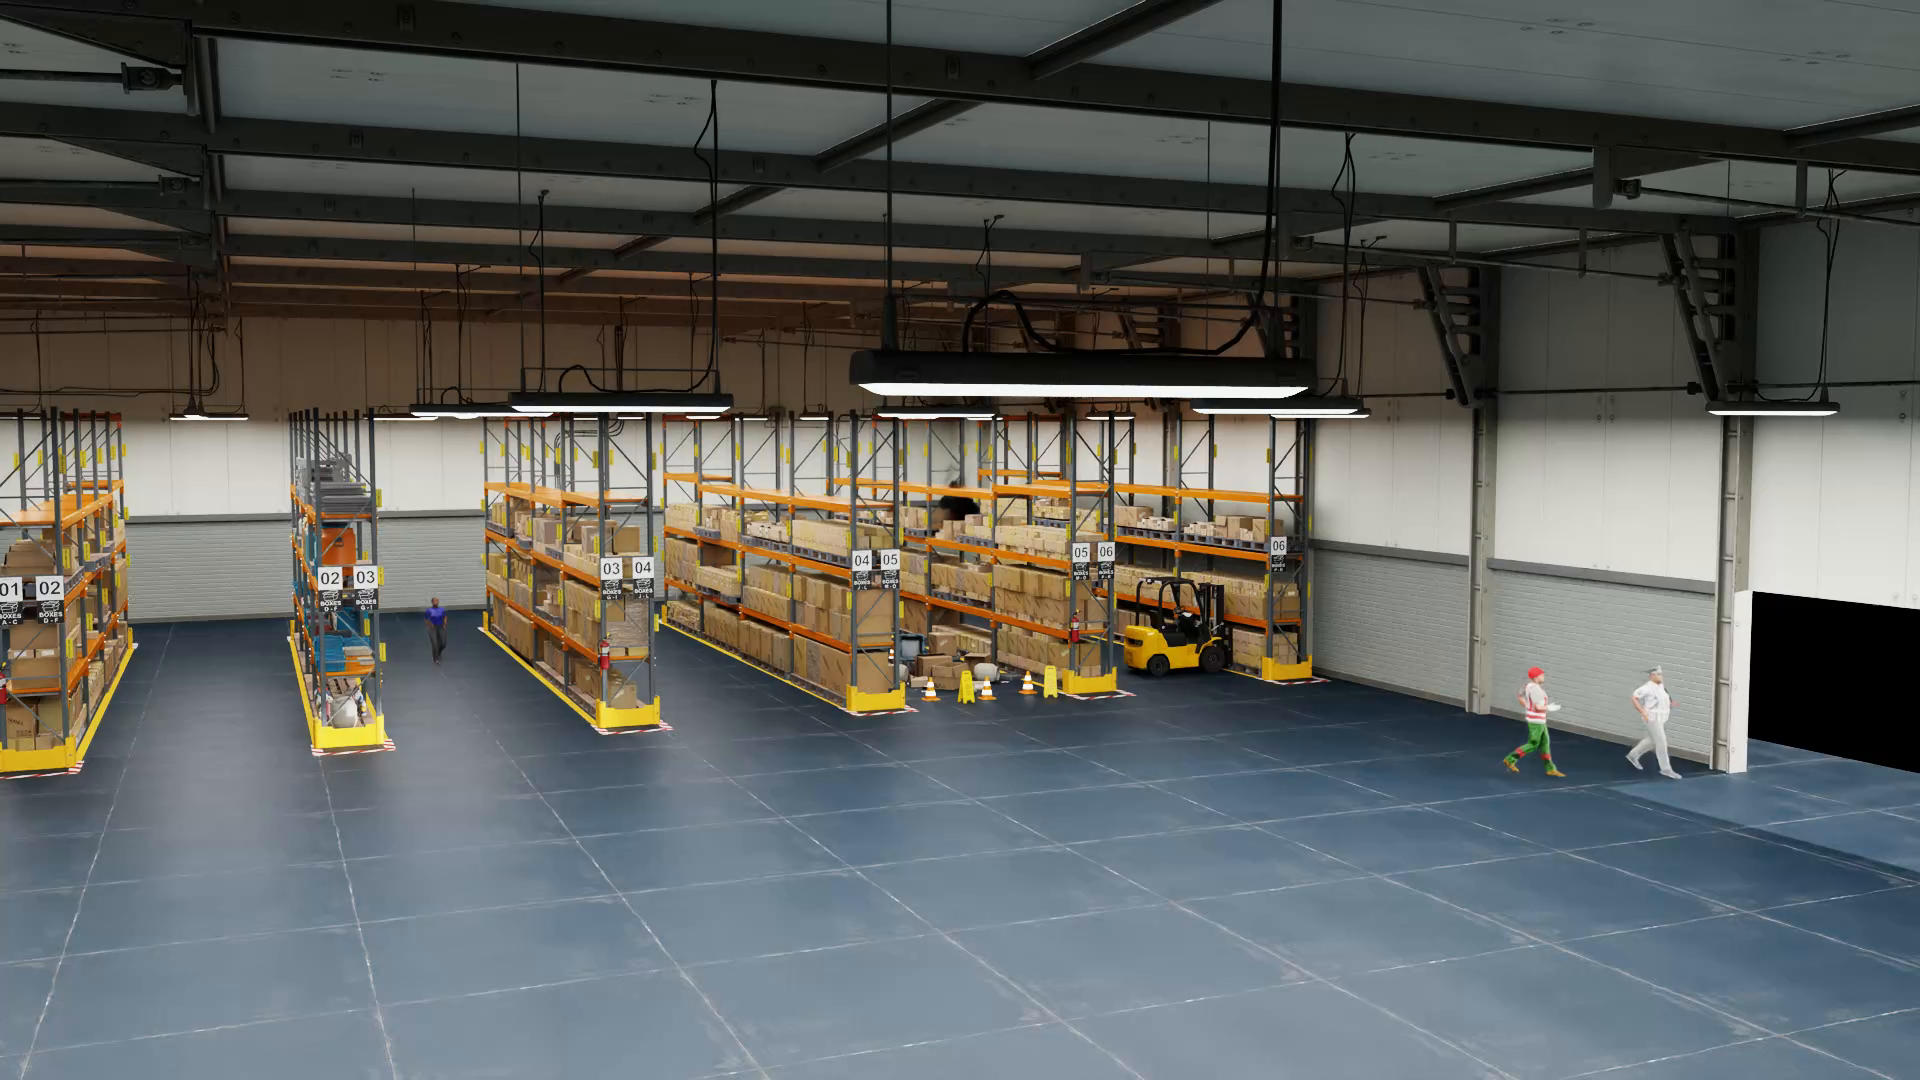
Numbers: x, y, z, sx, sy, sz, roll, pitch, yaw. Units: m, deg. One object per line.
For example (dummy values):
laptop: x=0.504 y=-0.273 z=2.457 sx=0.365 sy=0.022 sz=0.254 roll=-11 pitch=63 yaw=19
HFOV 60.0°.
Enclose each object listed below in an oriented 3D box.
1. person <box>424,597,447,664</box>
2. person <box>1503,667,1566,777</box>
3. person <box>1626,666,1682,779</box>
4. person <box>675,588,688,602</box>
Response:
person: x=-12.412 y=2.152 z=39.456 sx=0.550 sy=1.610 sz=0.544 roll=-2 pitch=5 yaw=-32
person: x=9.261 y=2.931 z=26.770 sx=0.987 sy=1.786 sz=0.656 roll=1 pitch=4 yaw=13
person: x=11.276 y=2.917 z=26.992 sx=0.666 sy=1.775 sz=0.967 roll=-4 pitch=6 yaw=-44
person: x=-8.247 y=1.486 z=49.393 sx=0.498 sy=1.600 sz=0.703 roll=0 pitch=4 yaw=1
